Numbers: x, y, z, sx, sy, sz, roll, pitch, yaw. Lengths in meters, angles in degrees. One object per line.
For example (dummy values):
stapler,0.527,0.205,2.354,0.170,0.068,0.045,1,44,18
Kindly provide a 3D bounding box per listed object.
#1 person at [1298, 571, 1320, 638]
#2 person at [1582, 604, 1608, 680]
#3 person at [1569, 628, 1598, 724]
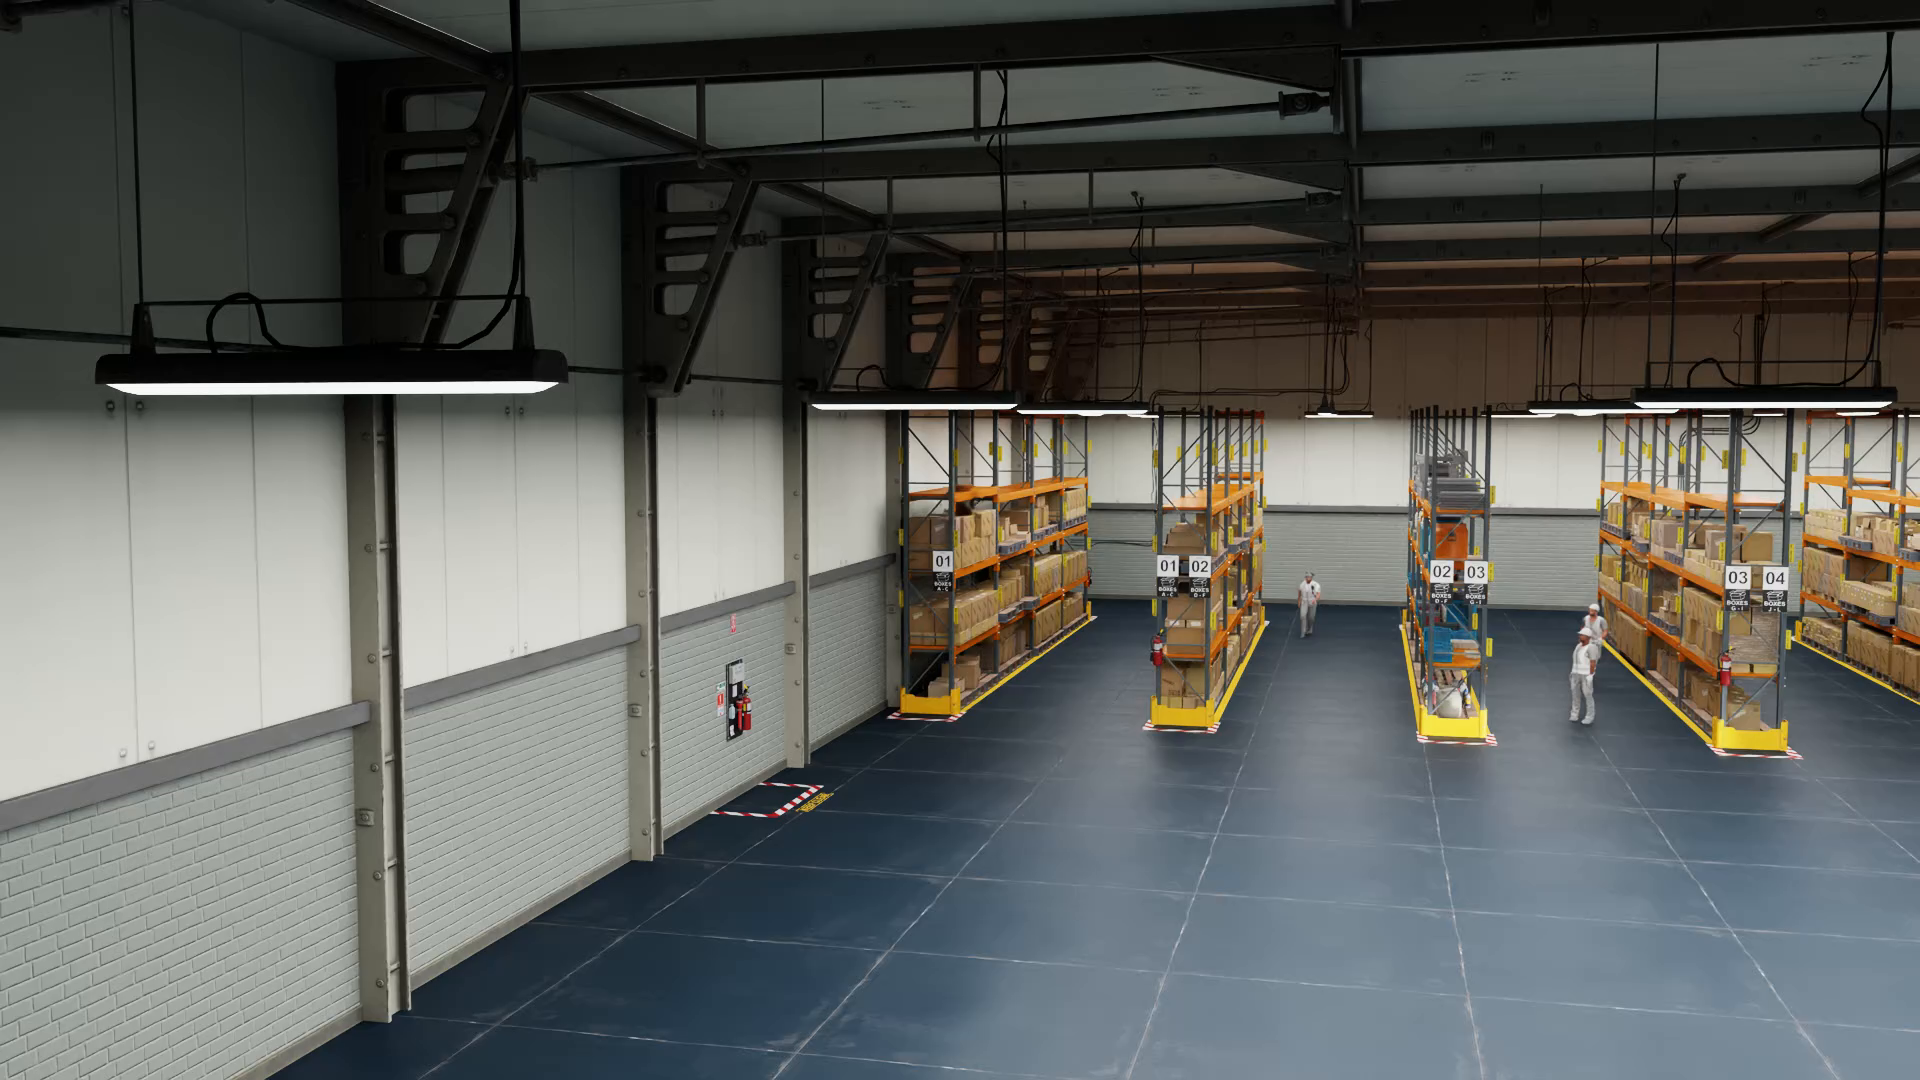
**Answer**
person,9.275,1.707,44.181,0.589,1.766,0.967,1,4,15
person,13.832,2.285,36.253,0.499,1.812,0.881,1,4,14
person,11.825,2.558,31.554,0.414,1.789,0.604,-2,5,-29
